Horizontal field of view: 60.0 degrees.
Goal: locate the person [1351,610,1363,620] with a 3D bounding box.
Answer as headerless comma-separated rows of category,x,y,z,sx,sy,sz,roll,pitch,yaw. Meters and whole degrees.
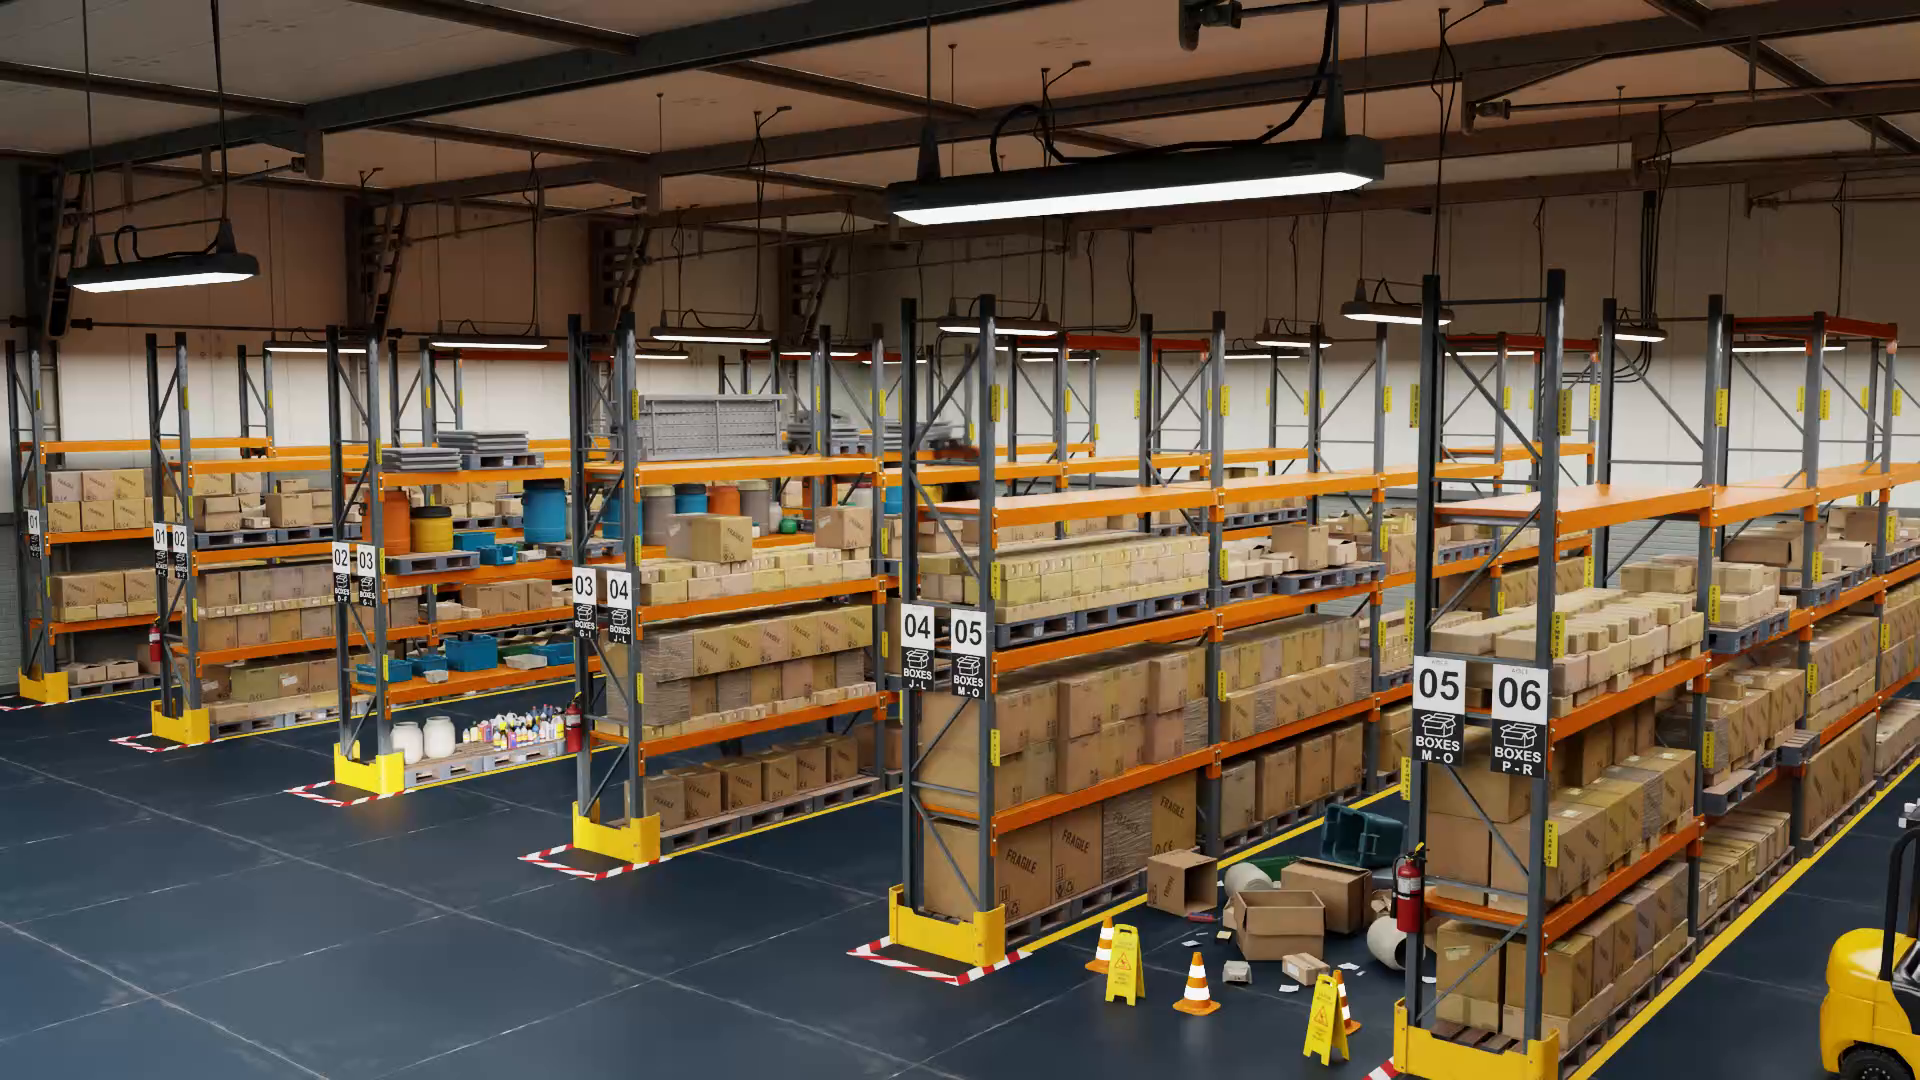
person,6.229,1.957,25.973,0.718,1.767,0.927,4,7,40

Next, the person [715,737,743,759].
person,-3.174,2.308,22.642,0.545,1.620,0.620,2,5,19
